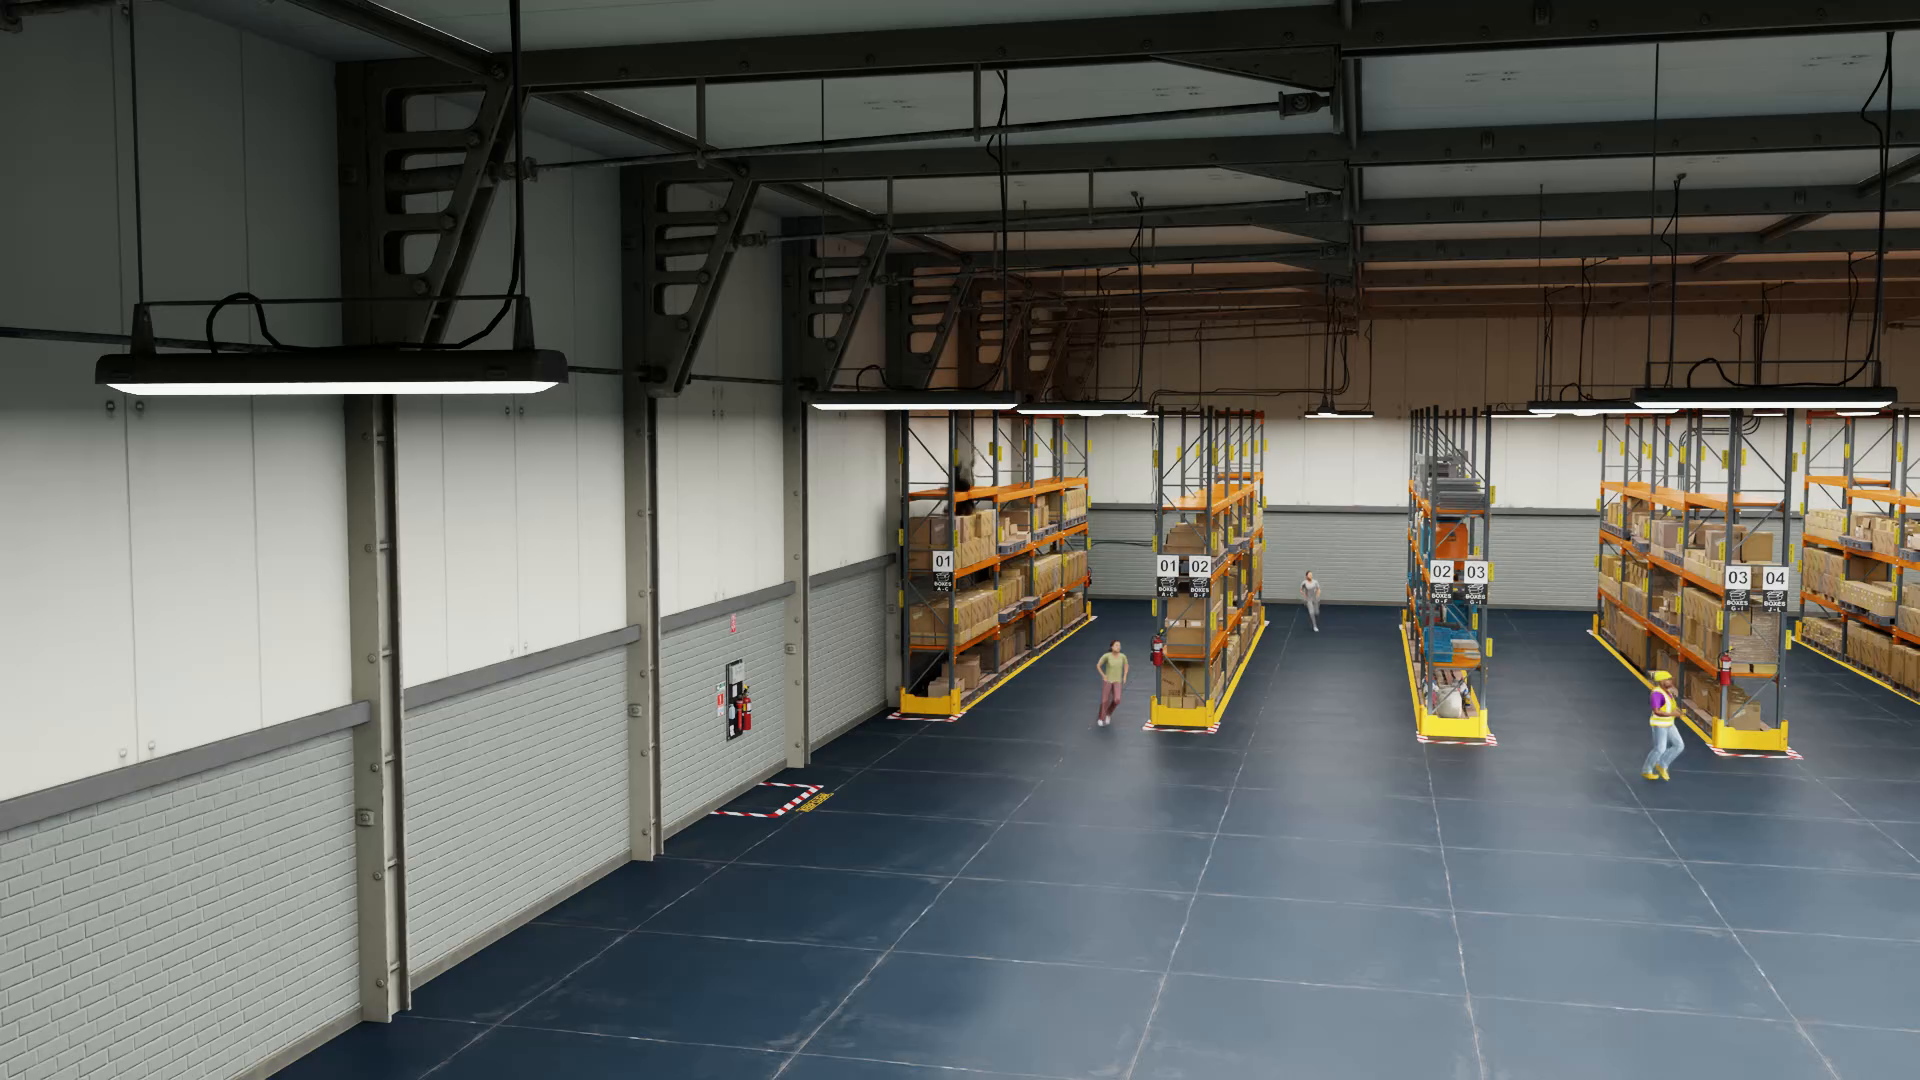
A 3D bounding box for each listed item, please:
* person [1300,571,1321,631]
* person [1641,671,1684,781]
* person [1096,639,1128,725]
[{"bbox_3d":[9.595,1.665,45.521,0.567,1.628,0.668,0,4,-1],"label":"person"},{"bbox_3d":[11.152,2.952,26.323,0.664,1.773,0.740,4,6,44],"label":"person"},{"bbox_3d":[2.880,2.673,31.200,0.640,1.620,0.578,0,4,-6],"label":"person"}]
